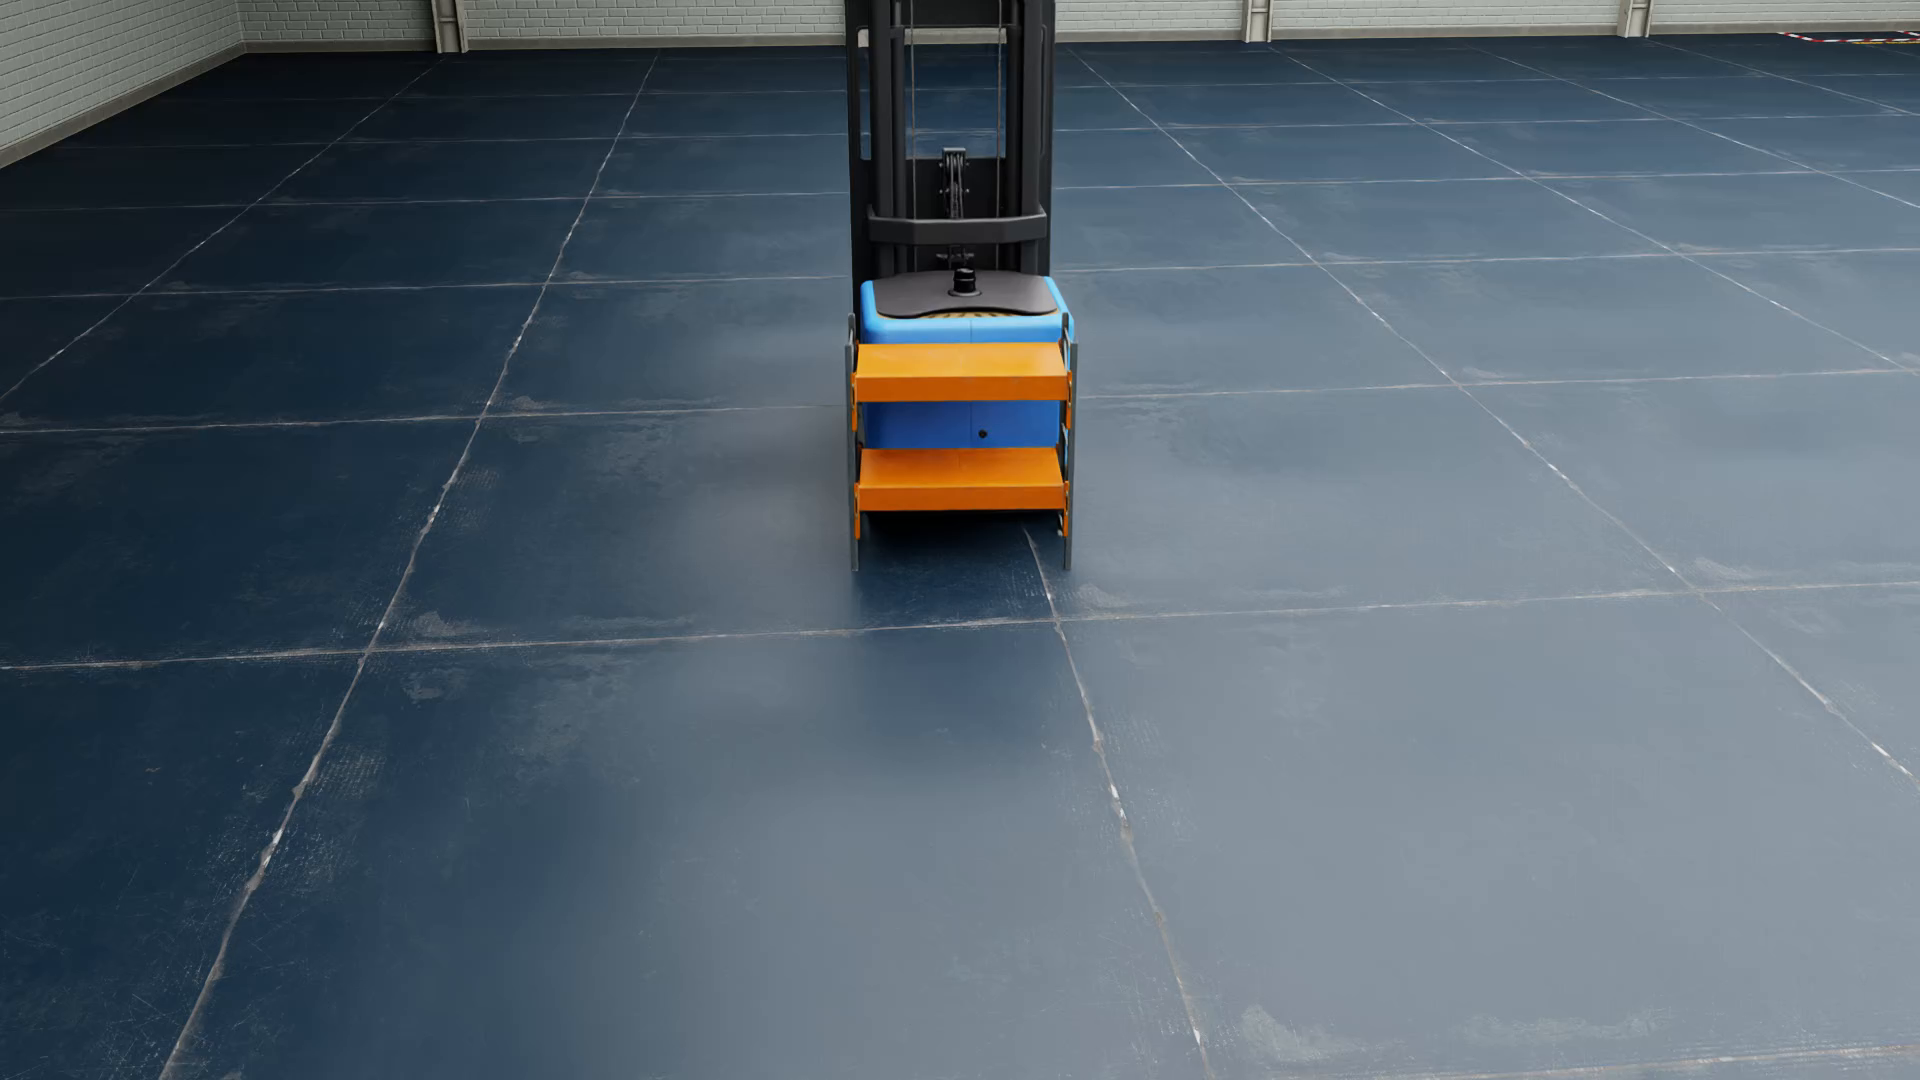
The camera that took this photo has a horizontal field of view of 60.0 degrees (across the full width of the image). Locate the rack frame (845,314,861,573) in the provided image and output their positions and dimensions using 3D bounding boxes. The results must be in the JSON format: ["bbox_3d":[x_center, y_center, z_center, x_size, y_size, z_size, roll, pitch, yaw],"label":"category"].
[{"bbox_3d":[-0.508,-0.460,7.900,0.032,1.125,0.500,-1,24,-1],"label":"rack frame"}]

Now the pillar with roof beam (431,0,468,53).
[{"bbox_3d":[-6.998,-9.526,18.603,0.400,9.000,9.100,-2,24,-5],"label":"pillar with roof beam"}]

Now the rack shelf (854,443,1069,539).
[{"bbox_3d":[0.000,-0.242,8.012,1.000,0.278,0.538,-1,24,-1],"label":"rack shelf"}]

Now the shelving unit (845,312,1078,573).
[{"bbox_3d":[0.000,-0.466,7.913,1.048,1.125,0.538,-1,24,-1],"label":"shelving unit"}]

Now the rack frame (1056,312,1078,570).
[{"bbox_3d":[0.508,-0.471,7.926,0.032,1.125,0.500,-1,24,-1],"label":"rack frame"}]

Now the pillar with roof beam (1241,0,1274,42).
[{"bbox_3d":[4.944,-10.005,19.681,0.400,9.000,9.100,-2,24,-5],"label":"pillar with roof beam"}]

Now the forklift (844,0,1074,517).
[{"bbox_3d":[-0.072,-2.015,9.174,1.130,2.935,3.031,-2,24,-4],"label":"forklift"}]

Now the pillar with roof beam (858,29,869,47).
[{"bbox_3d":[-1.027,-9.766,19.142,0.400,9.000,9.100,-2,24,-5],"label":"pillar with roof beam"}]

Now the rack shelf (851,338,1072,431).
[{"bbox_3d":[0.000,-0.733,7.794,1.000,0.278,0.538,-1,24,-1],"label":"rack shelf"}]

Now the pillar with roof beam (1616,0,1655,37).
[{"bbox_3d":[10.915,-10.245,20.219,0.400,9.000,9.100,-2,24,-5],"label":"pillar with roof beam"}]
